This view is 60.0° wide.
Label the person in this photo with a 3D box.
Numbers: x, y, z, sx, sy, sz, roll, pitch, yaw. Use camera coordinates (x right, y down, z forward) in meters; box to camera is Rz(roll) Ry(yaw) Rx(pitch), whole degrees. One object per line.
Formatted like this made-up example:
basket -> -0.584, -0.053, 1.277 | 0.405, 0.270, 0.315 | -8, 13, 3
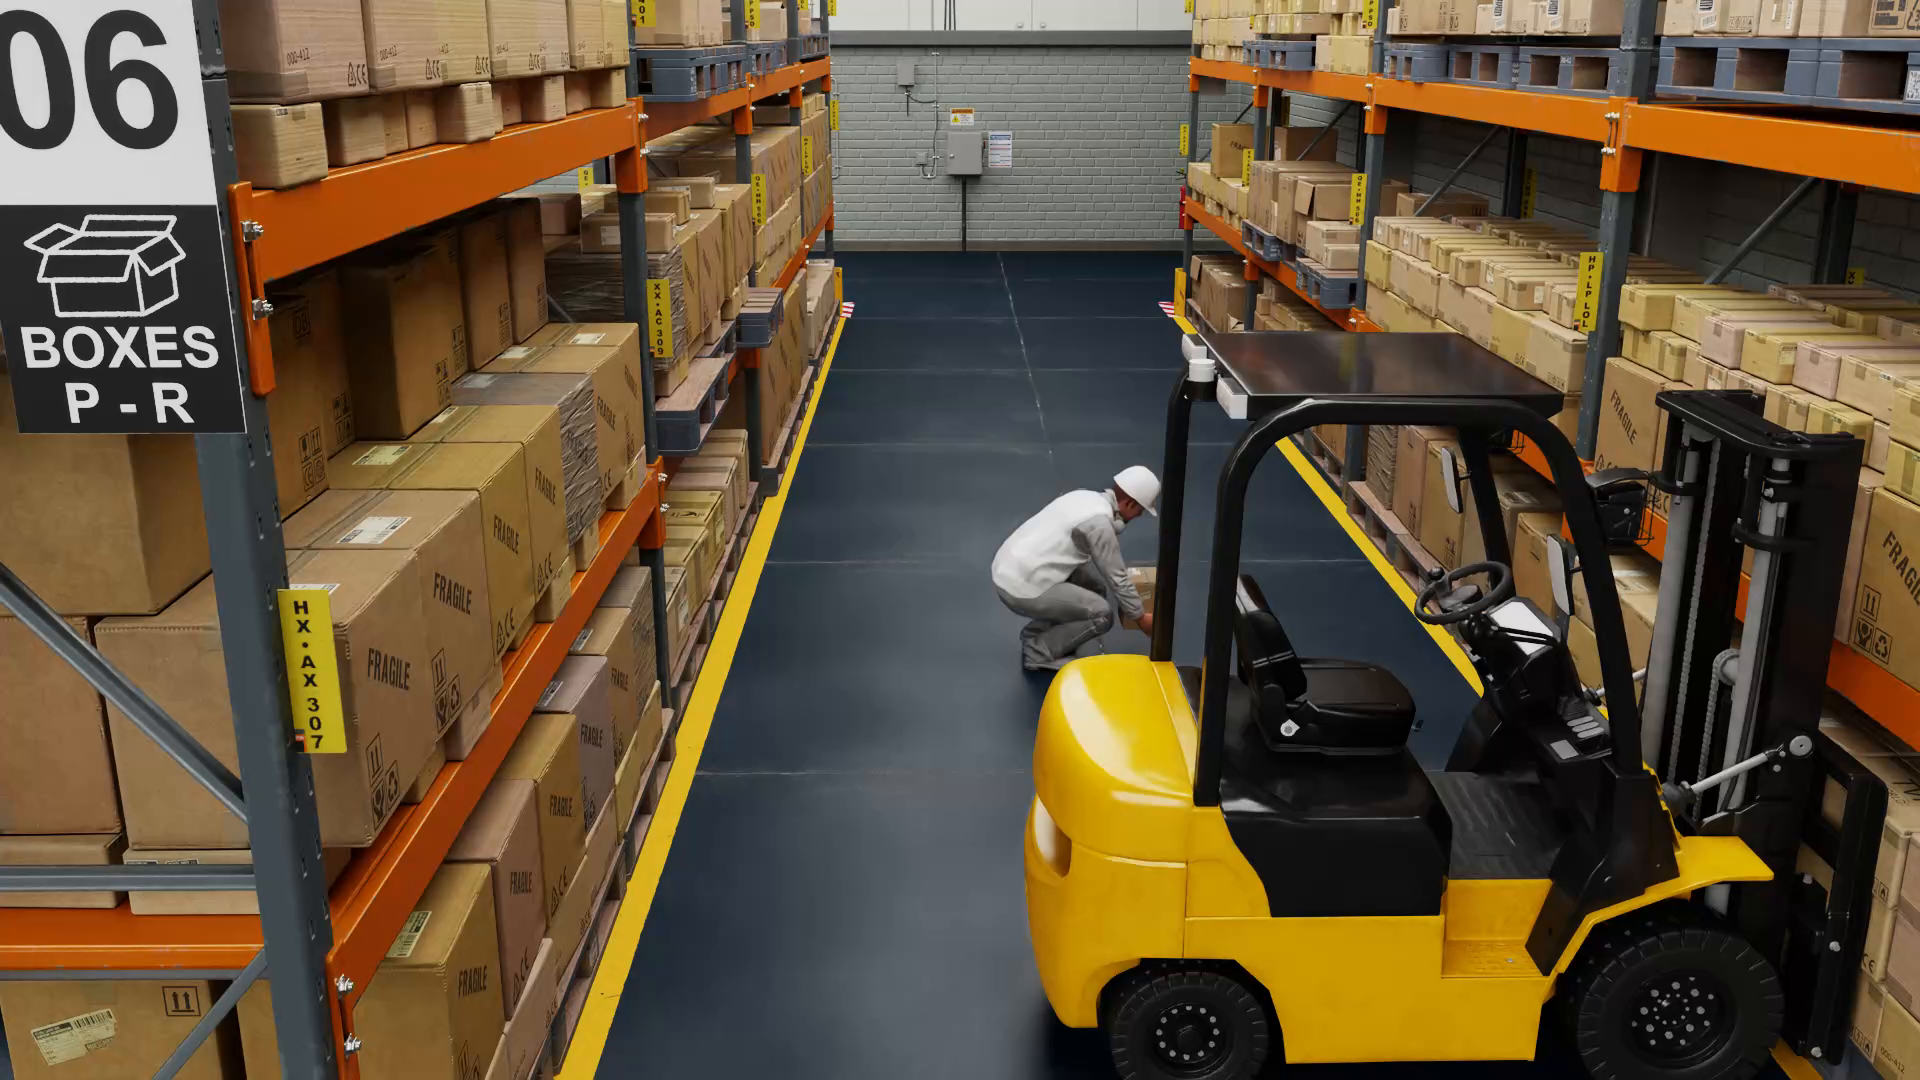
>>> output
person -> 0.596, 0.128, 8.410 | 0.873, 1.005, 0.537 | 0, 17, -1
